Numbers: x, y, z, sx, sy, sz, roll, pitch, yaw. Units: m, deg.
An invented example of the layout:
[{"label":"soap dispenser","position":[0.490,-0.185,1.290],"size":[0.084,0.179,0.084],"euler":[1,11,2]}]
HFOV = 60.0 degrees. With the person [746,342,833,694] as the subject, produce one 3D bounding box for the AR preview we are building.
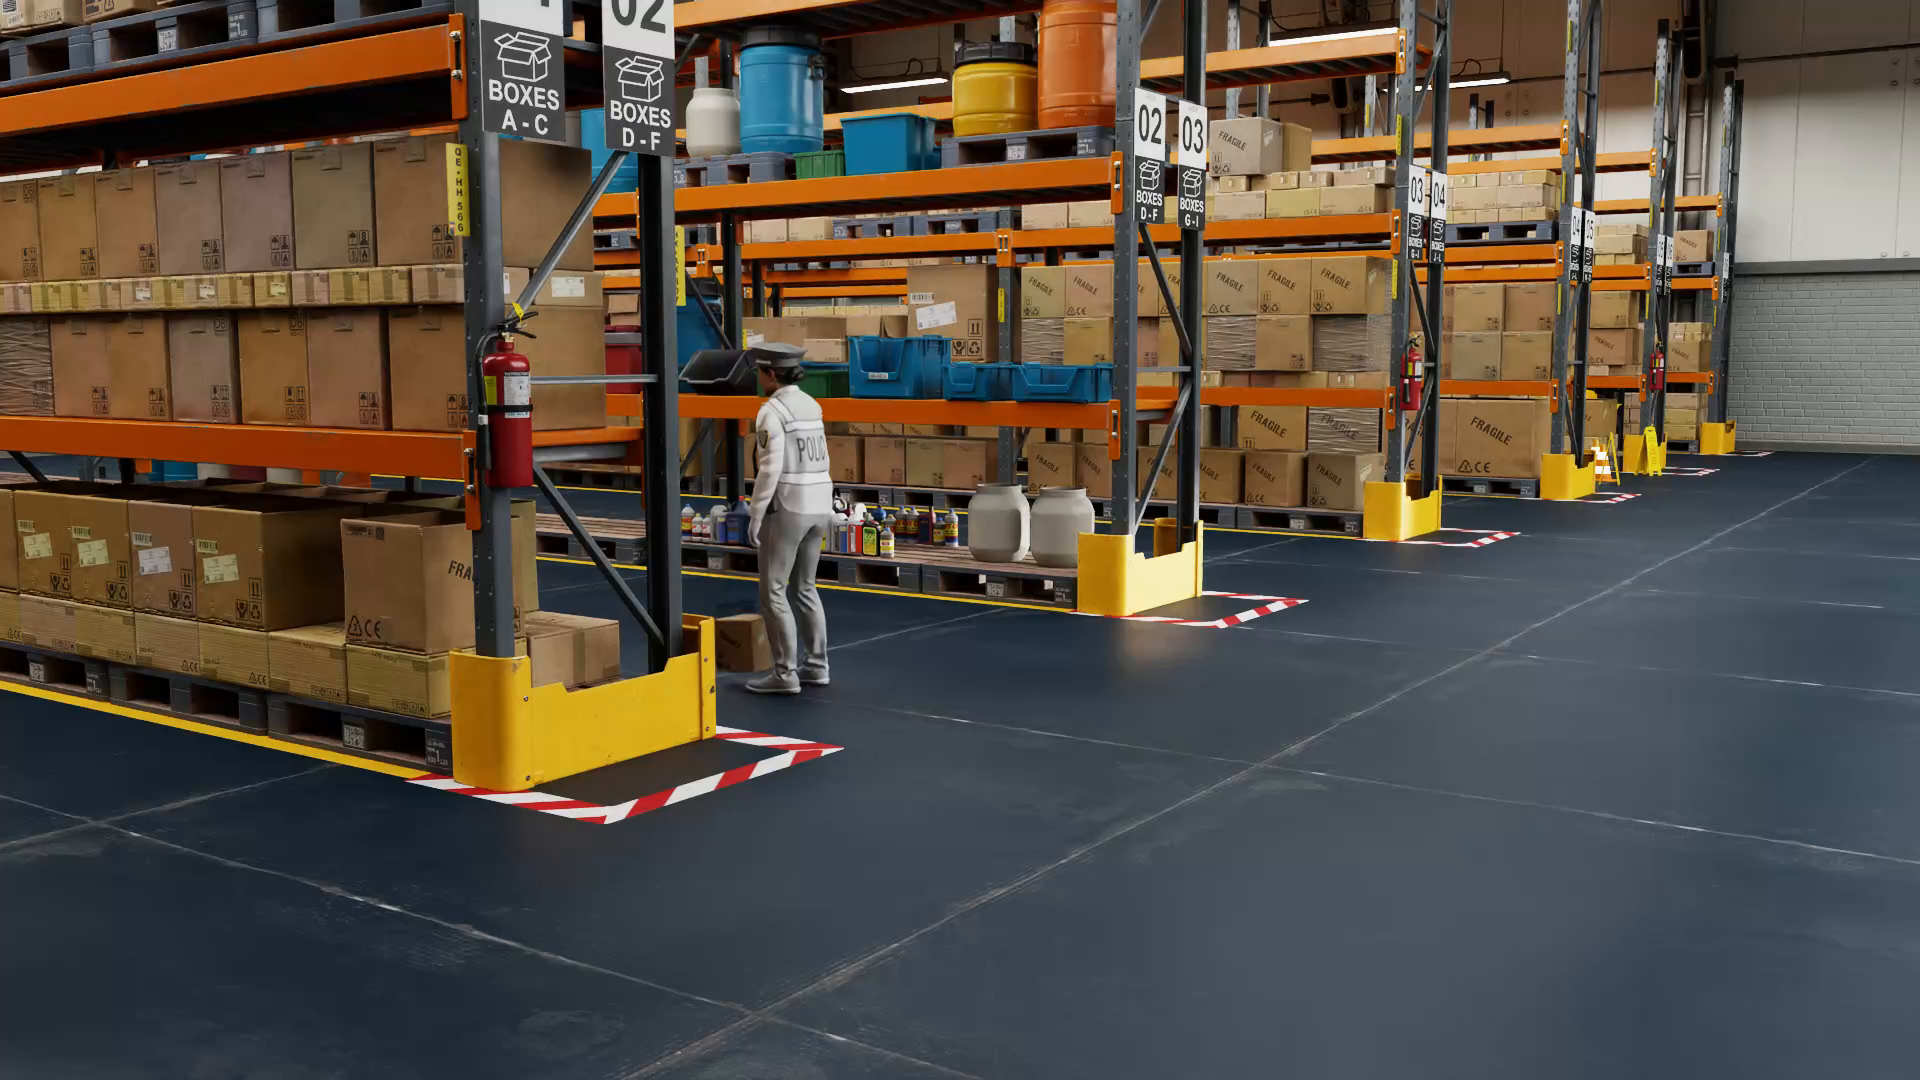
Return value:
[{"label":"person","position":[-0.811,-0.107,7.928],"size":[0.360,1.665,0.513],"euler":[4,7,30]}]
